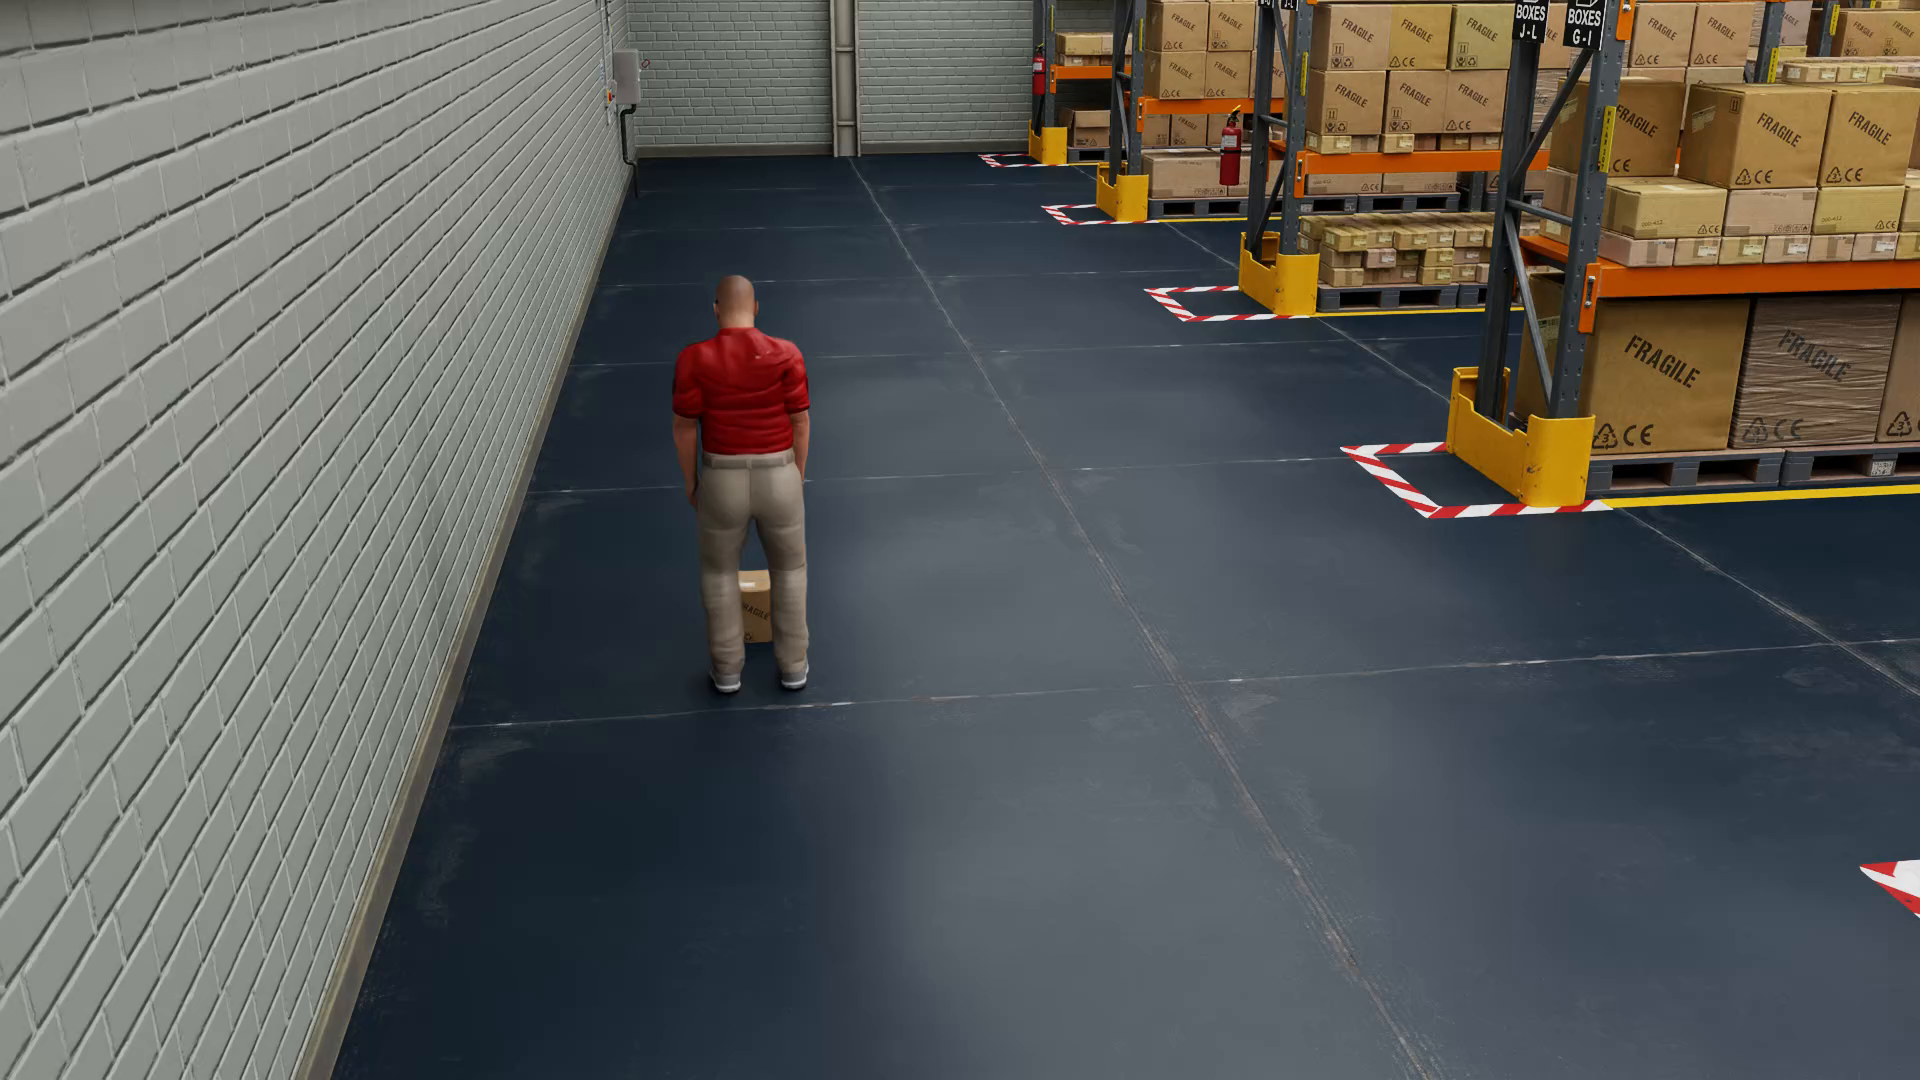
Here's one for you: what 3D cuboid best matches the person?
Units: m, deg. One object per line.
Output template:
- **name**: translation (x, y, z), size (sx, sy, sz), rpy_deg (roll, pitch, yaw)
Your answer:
- **person**: translation (-0.871, -0.207, 6.722), size (0.544, 1.704, 0.376), rpy_deg (-2, 20, -6)
